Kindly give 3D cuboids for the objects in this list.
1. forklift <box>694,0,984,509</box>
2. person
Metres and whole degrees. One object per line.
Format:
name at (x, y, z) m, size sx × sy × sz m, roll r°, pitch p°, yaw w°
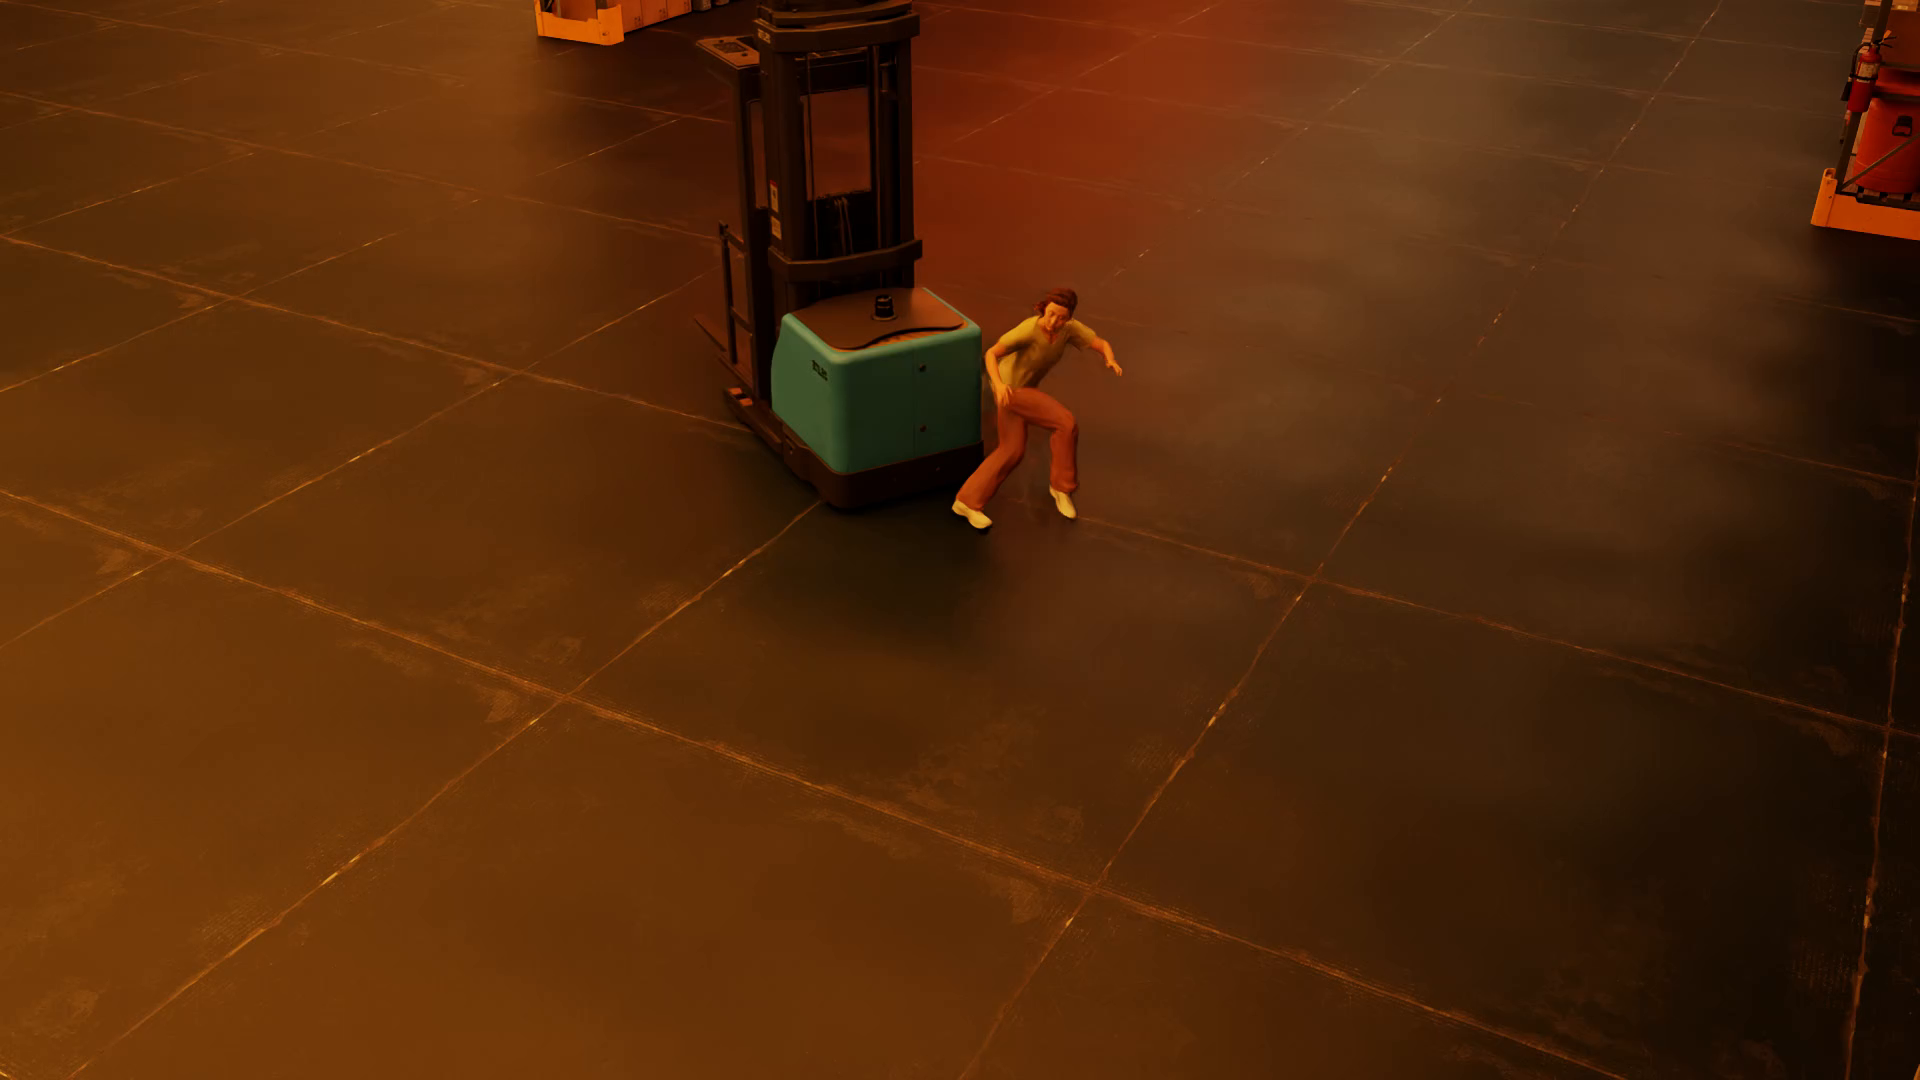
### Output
forklift at (-0.988, -2.170, 10.831) m, size 1.130 × 2.935 × 3.031 m, roll -15°, pitch 33°, yaw -24°
person at (0.489, -0.804, 9.947) m, size 0.879 × 1.422 × 0.887 m, roll 15°, pitch 33°, yaw 24°
